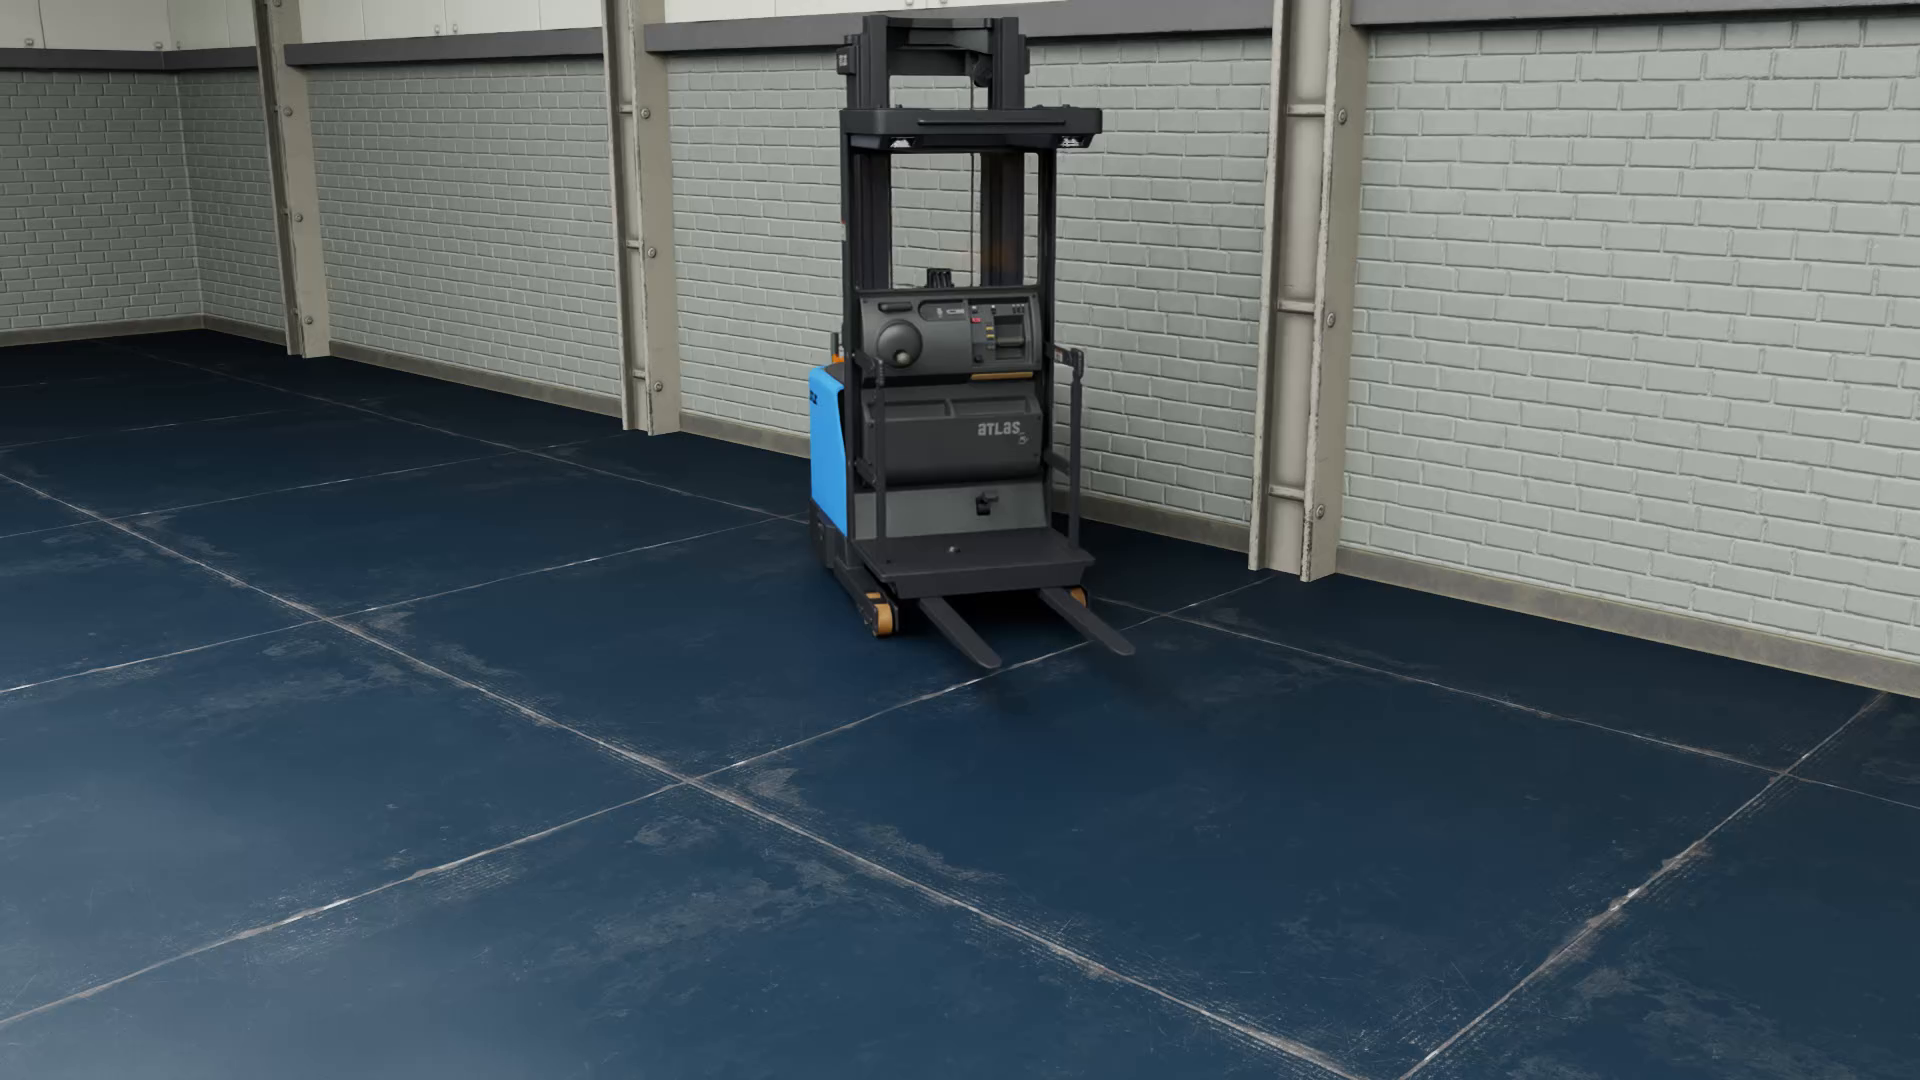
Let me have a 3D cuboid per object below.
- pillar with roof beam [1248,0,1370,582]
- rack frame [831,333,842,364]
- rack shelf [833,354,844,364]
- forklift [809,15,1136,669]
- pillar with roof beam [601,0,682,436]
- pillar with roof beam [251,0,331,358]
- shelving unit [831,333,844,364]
[{"bbox_3d":[-1.129,-3.406,5.158,0.400,9.000,9.100,14,20,42],"label":"pillar with roof beam"},{"bbox_3d":[-0.644,-0.803,10.783,0.032,1.125,0.500,12,19,38],"label":"rack frame"},{"bbox_3d":[-0.251,-1.005,10.398,1.000,0.278,0.538,12,19,38],"label":"rack shelf"},{"bbox_3d":[0.020,-1.056,8.171,1.130,2.935,3.031,-4,15,-15],"label":"forklift"},{"bbox_3d":[-5.448,-4.456,9.188,0.400,9.000,9.100,14,20,42],"label":"pillar with roof beam"},{"bbox_3d":[-9.767,-5.506,13.218,0.400,9.000,9.100,14,20,42],"label":"pillar with roof beam"},{"bbox_3d":[-0.251,-0.722,10.471,1.048,1.125,0.538,12,19,38],"label":"shelving unit"}]
